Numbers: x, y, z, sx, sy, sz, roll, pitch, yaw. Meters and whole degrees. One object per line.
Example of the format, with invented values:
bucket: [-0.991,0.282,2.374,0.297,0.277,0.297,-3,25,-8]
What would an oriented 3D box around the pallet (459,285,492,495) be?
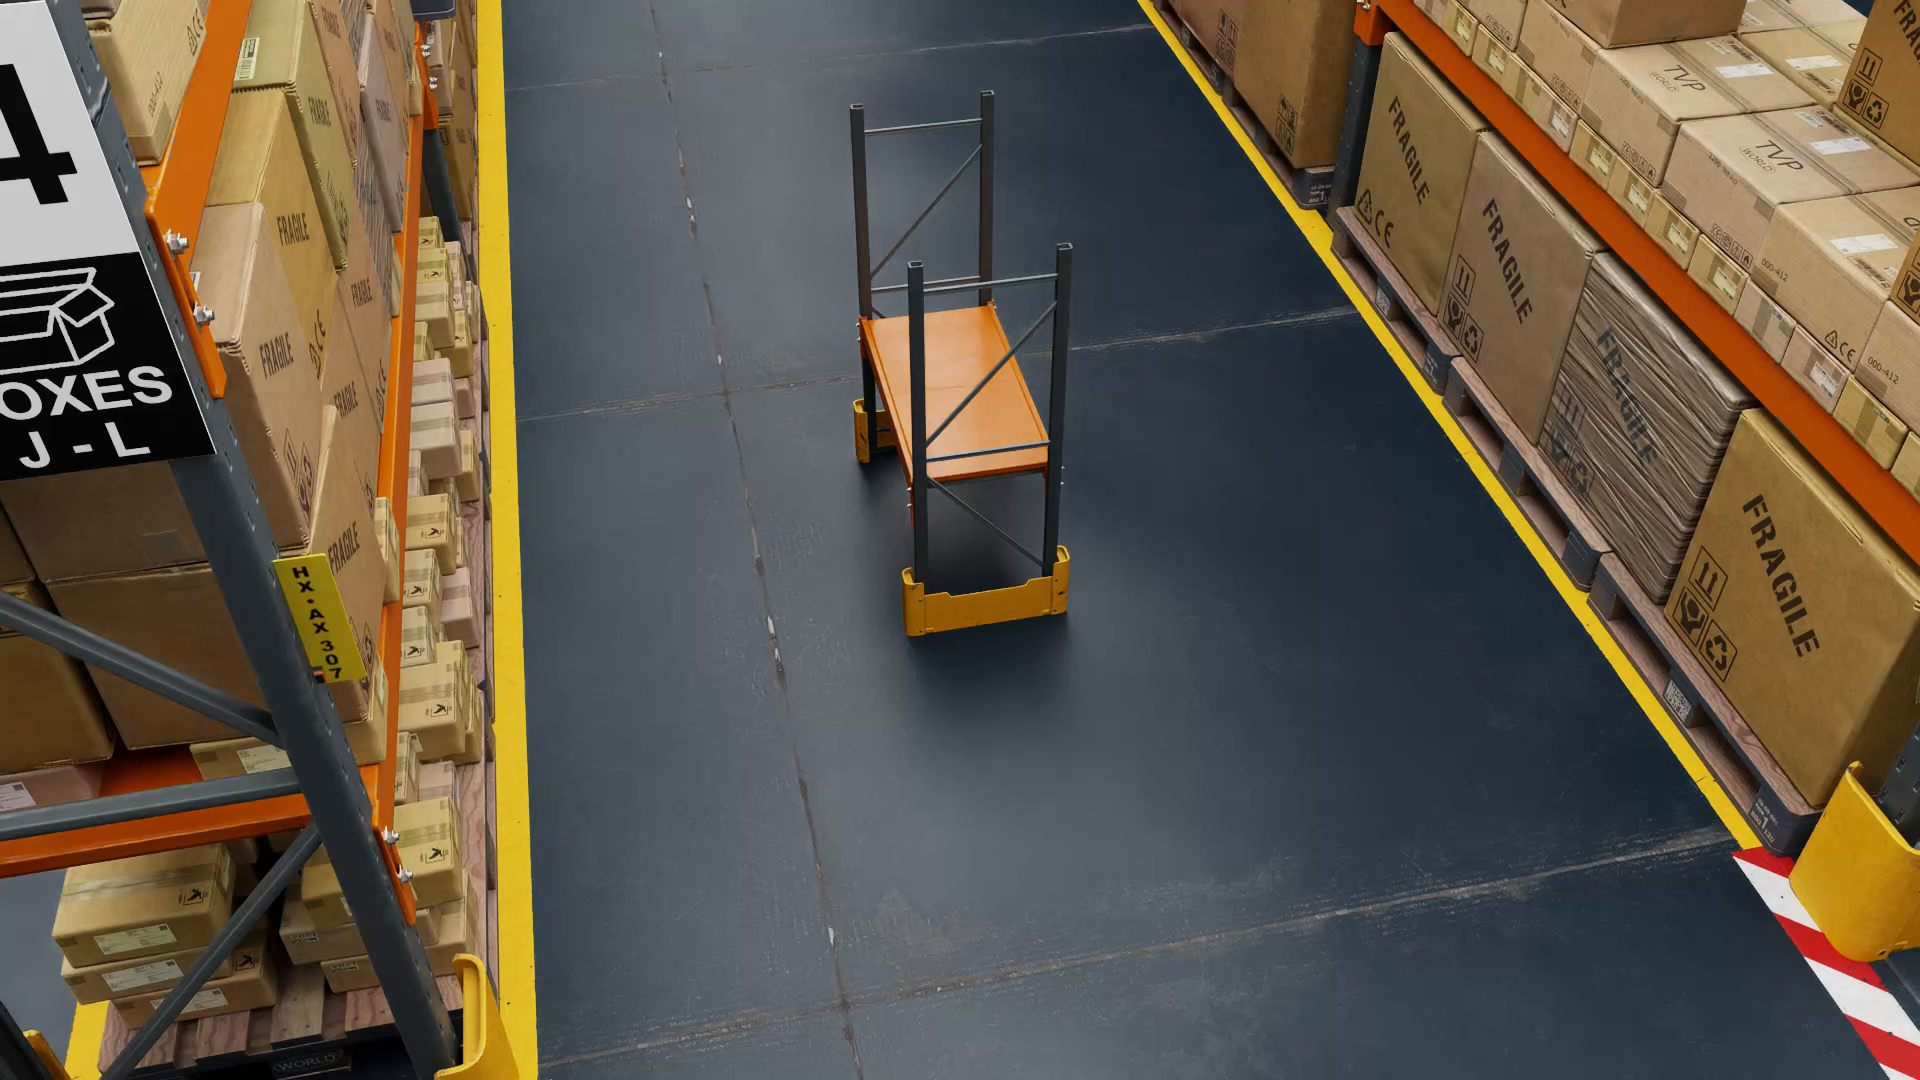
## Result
pallet: [-2.432,-0.564,6.726,1.003,0.211,1.213,-8,42,-9]

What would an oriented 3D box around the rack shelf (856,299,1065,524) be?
rack shelf: [-0.018,-0.482,5.934,0.538,0.185,1.000,-8,42,-9]

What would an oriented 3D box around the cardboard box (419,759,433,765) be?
cardboard box: [-1.754,0.646,4.870,0.380,0.149,0.250,-8,42,-9]

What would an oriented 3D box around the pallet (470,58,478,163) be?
pallet: [-3.048,-2.291,8.672,1.003,0.211,1.213,-8,42,-9]

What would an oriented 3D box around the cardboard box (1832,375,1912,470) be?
cardboard box: [2.660,-0.347,4.571,0.380,0.149,0.250,-8,42,-9]

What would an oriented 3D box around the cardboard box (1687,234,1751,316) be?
cardboard box: [2.496,-0.841,5.127,0.380,0.149,0.250,-9,42,-10]

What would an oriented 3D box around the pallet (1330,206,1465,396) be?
pallet: [2.341,-1.135,7.370,1.003,0.211,1.213,-8,42,-9]

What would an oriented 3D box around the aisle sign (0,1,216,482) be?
aisle sign: [-1.440,-0.412,2.496,0.394,0.787,0.004,-8,42,-9]

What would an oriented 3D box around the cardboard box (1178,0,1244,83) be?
cardboard box: [1.902,-3.036,8.694,1.225,0.875,0.875,-10,43,-11]

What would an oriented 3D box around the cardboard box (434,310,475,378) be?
cardboard box: [-2.088,-0.735,6.426,0.380,0.149,0.250,-10,43,-11]

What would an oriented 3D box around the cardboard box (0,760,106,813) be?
cardboard box: [-2.095,0.479,3.640,0.380,0.149,0.250,-8,42,-9]

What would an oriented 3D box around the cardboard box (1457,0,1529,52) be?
cardboard box: [2.201,-2.072,6.214,0.500,0.250,0.500,-9,42,-9]

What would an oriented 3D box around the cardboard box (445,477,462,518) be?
cardboard box: [-1.980,-0.073,5.904,0.380,0.149,0.250,-8,42,-8]

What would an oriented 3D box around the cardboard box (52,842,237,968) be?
cardboard box: [-2.110,0.936,4.319,0.380,0.149,0.250,-8,42,-9]

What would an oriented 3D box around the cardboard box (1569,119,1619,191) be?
cardboard box: [2.330,-1.338,5.688,0.380,0.149,0.250,-9,42,-11]

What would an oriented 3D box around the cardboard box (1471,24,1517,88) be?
cardboard box: [2.165,-1.837,6.250,0.380,0.149,0.250,-9,42,-10]

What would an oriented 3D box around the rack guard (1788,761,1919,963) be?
rack guard: [3.122,0.861,4.903,1.175,0.500,0.348,-8,42,-9]

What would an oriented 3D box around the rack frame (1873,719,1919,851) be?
rack frame: [3.116,-0.089,4.091,1.000,3.000,0.127,-8,42,-9]

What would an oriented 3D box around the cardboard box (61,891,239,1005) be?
cardboard box: [-2.141,1.053,4.412,0.380,0.149,0.250,-9,42,-10]

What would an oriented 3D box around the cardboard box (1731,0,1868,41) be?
cardboard box: [2.829,-1.823,5.933,0.500,0.250,0.500,-8,42,-8]

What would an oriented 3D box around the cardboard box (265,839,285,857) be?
cardboard box: [-2.193,0.818,4.900,0.380,0.149,0.250,-9,42,-9]

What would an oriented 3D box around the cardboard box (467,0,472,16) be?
cardboard box: [-2.969,-3.126,9.078,0.500,0.500,0.500,-7,42,-8]

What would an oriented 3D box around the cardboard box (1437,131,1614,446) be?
cardboard box: [2.512,-1.022,6.426,0.875,0.875,0.875,-8,42,-9]

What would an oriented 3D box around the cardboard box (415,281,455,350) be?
cardboard box: [-2.126,-0.837,6.316,0.380,0.149,0.250,-9,42,-10]

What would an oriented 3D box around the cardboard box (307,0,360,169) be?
cardboard box: [-1.905,-1.292,4.393,0.500,0.500,0.500,-10,42,-11]

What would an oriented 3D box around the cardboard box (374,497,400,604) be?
cardboard box: [-1.599,0.052,4.121,0.380,0.149,0.250,-9,42,-11]

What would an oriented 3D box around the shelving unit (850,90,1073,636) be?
shelving unit: [-0.016,-0.610,5.808,0.587,1.500,1.083,-8,42,-9]

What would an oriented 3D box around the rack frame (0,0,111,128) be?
rack frame: [-1.748,-1.688,1.373,1.000,3.000,0.127,-8,42,-9]

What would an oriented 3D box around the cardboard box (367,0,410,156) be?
cardboard box: [-2.121,-1.576,5.466,0.500,0.500,0.500,-9,42,-10]

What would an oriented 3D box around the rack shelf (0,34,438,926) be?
rack shelf: [-2.180,-0.471,5.063,1.077,0.370,4.000,-8,42,-9]

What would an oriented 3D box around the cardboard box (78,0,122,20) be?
cardboard box: [-1.592,-1.025,2.622,0.500,0.250,0.500,-8,42,-9]

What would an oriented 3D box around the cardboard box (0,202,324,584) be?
cardboard box: [-1.586,-0.296,3.271,0.500,0.500,0.500,-9,42,-10]

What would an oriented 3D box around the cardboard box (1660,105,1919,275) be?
cardboard box: [2.534,-1.079,5.095,0.500,0.250,0.500,-10,43,-11]

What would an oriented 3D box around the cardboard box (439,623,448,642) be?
cardboard box: [-1.842,0.429,5.339,0.380,0.149,0.250,-8,42,-9]

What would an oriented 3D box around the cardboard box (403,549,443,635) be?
cardboard box: [-1.821,0.181,5.169,0.380,0.149,0.250,-7,42,-8]

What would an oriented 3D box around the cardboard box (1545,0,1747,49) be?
cardboard box: [2.322,-2.014,5.583,0.500,0.500,0.500,-10,42,-11]

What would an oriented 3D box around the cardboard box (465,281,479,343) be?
cardboard box: [-2.195,-0.922,6.861,0.380,0.149,0.250,-8,42,-9]

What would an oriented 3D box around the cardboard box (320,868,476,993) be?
cardboard box: [-1.549,1.080,4.605,0.380,0.149,0.250,-8,42,-8]

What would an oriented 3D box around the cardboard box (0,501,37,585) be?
cardboard box: [-2.090,-0.228,3.194,0.500,0.500,0.500,-9,42,-10]

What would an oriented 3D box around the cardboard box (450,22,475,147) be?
cardboard box: [-2.628,-2.119,7.944,0.500,0.500,0.500,-7,42,-7]

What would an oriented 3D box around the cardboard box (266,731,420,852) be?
cardboard box: [-1.707,0.693,4.593,0.380,0.149,0.250,-8,42,-9]

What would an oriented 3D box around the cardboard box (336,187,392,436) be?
cardboard box: [-1.809,-0.586,4.351,0.500,0.500,0.500,-8,42,-9]

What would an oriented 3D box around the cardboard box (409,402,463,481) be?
cardboard box: [-1.928,-0.322,5.736,0.380,0.149,0.250,-10,43,-11]

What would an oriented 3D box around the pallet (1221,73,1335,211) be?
pallet: [2.013,-2.129,8.489,1.003,0.211,1.213,-8,42,-9]
